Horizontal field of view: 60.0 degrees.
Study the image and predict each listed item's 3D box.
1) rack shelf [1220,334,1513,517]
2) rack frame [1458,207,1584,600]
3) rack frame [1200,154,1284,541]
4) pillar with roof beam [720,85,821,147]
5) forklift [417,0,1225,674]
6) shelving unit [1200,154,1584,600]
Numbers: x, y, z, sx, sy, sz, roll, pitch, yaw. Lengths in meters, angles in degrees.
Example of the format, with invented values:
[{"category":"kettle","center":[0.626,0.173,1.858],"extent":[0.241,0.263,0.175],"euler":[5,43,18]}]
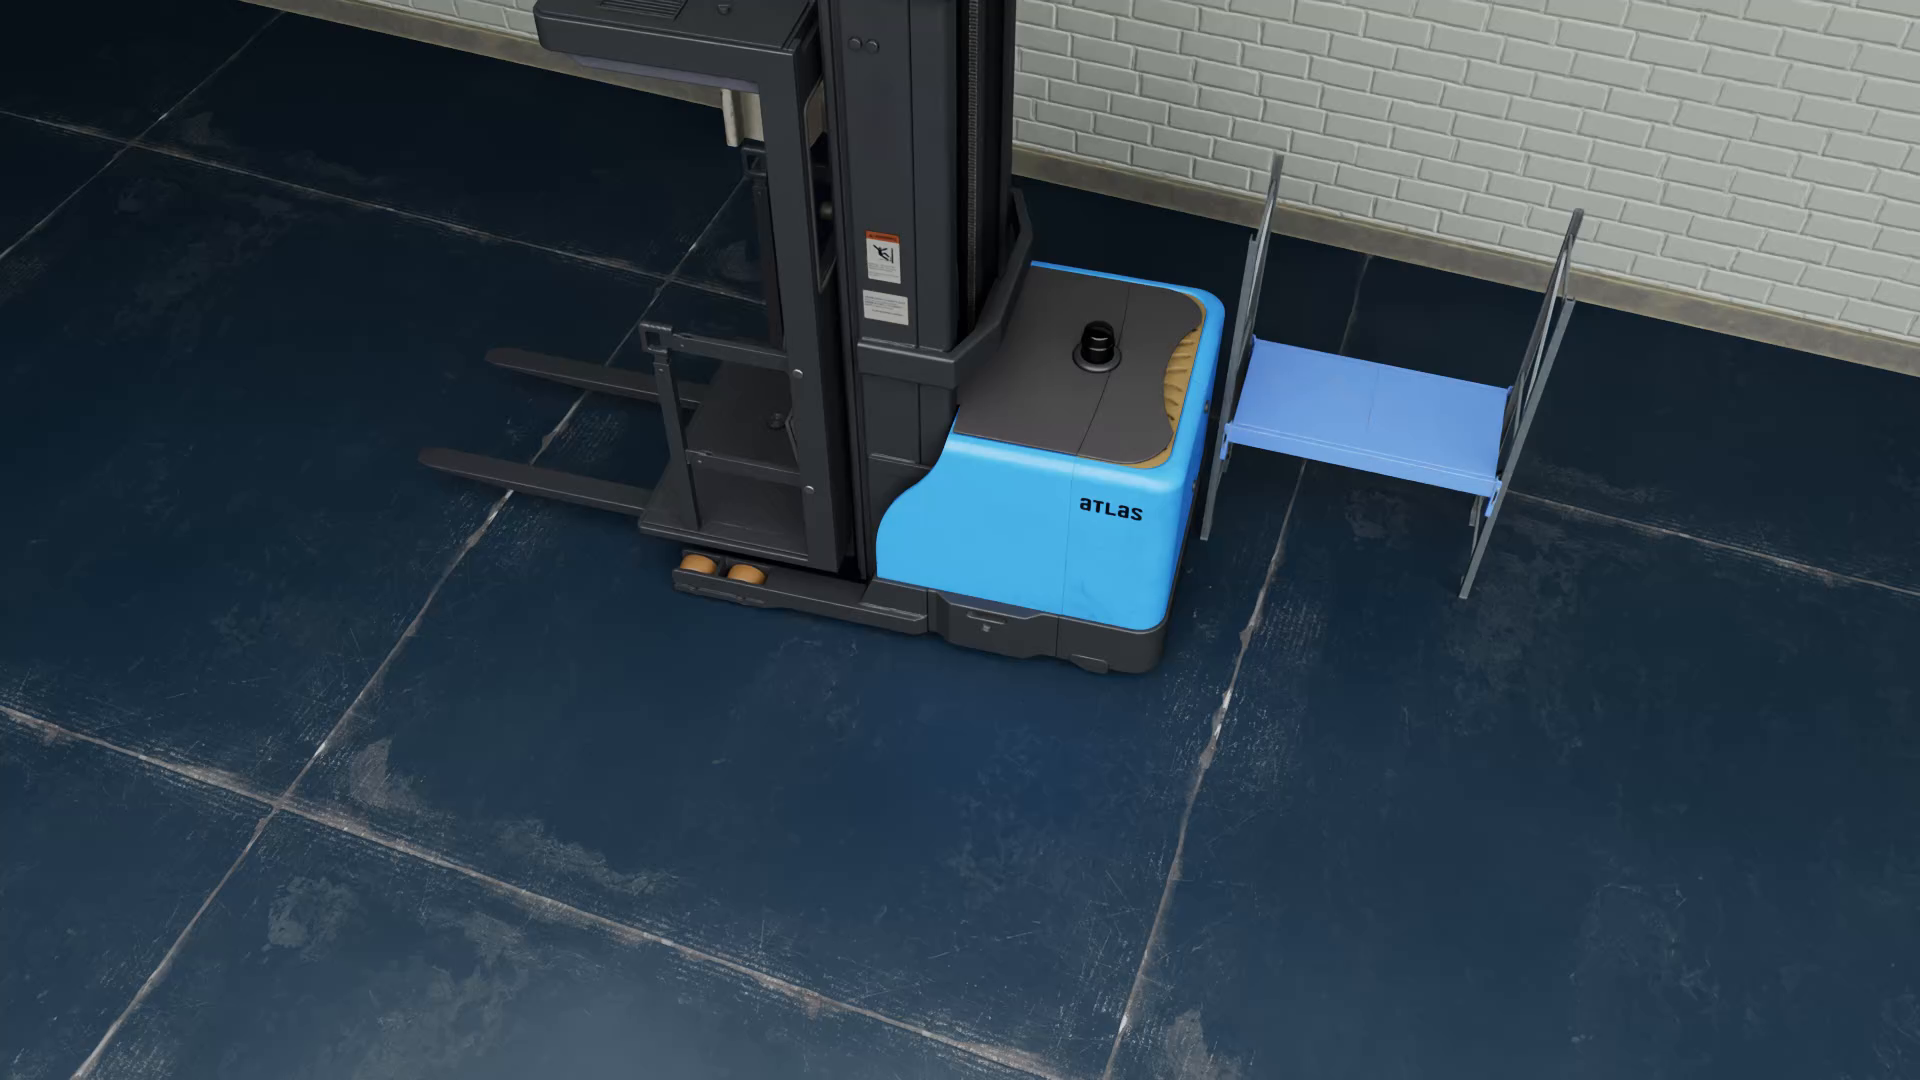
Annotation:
[{"category":"rack shelf","center":[1.528,-0.440,6.244],"extent":[1.000,0.185,0.538],"euler":[13,50,11]},{"category":"rack frame","center":[2.014,-0.445,6.010],"extent":[0.032,1.500,0.500],"euler":[13,50,11]},{"category":"rack frame","center":[1.042,-0.671,6.205],"extent":[0.032,1.500,0.500],"euler":[13,50,11]},{"category":"pillar with roof beam","center":[-2.423,-1.934,2.337],"extent":[0.400,9.000,9.100],"euler":[16,51,13]},{"category":"forklift","center":[-0.609,-1.082,5.615],"extent":[3.031,2.935,1.130],"euler":[11,50,10]},{"category":"shelving unit","center":[1.528,-0.558,6.108],"extent":[1.048,1.500,0.538],"euler":[13,50,11]}]
